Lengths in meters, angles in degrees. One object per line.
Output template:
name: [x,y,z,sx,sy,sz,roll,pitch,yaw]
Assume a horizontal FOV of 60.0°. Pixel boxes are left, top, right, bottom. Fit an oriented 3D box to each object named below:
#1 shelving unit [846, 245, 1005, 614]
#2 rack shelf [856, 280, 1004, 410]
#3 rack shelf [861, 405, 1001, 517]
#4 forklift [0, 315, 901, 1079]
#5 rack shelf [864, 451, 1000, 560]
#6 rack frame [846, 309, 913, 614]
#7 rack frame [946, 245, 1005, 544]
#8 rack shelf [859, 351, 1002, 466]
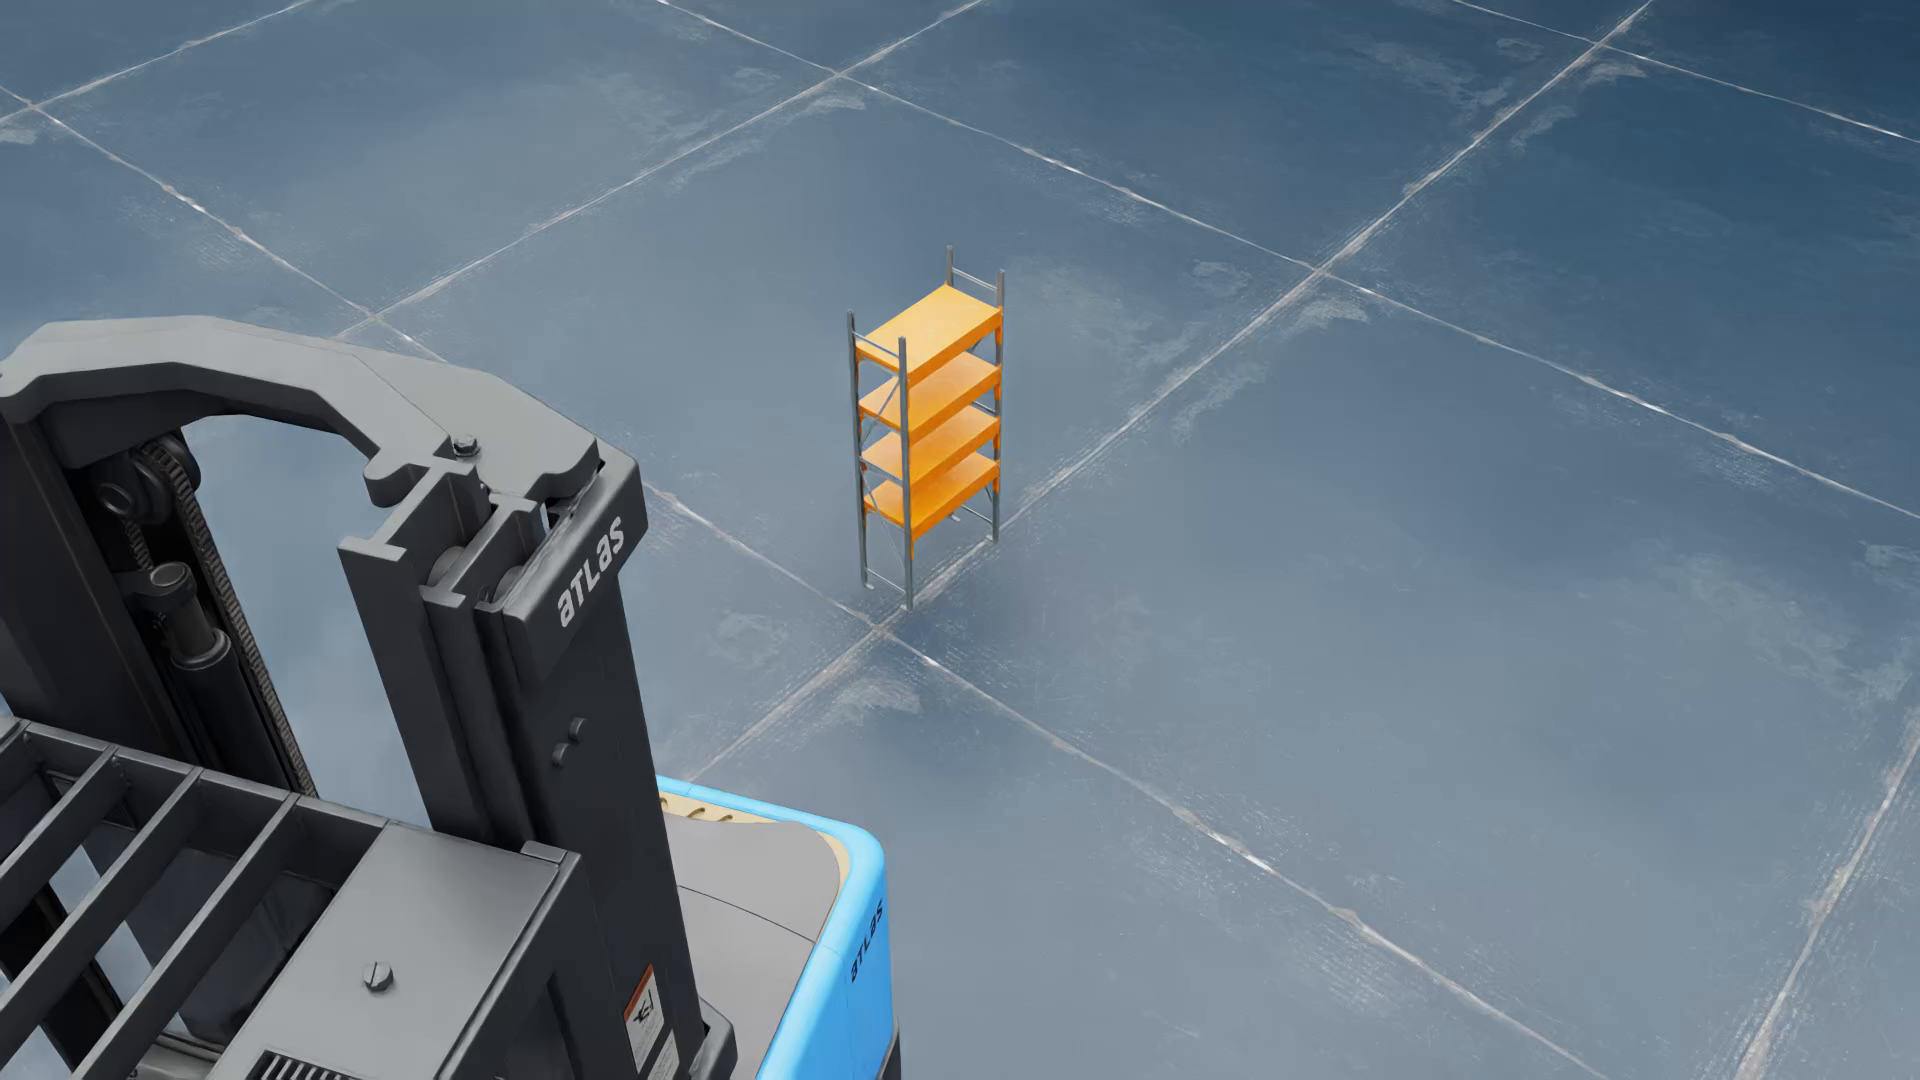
shelving unit: [-0.107,-0.359,5.753,0.258,1.200,0.503,29,50,28]
rack shelf: [-0.107,-0.649,5.488,0.258,0.148,0.480,29,50,28]
rack shelf: [-0.107,-0.309,5.798,0.258,0.148,0.480,29,50,28]
forklift: [-1.089,1.246,2.701,1.130,2.935,3.031,12,44,13]
rack shelf: [-0.107,-0.162,5.931,0.258,0.148,0.480,29,50,28]
rack frame: [-0.264,-0.233,5.614,0.240,1.200,0.015,29,50,28]
rack frame: [0.051,-0.484,5.891,0.240,1.200,0.015,29,50,28]
rack shelf: [-0.107,-0.474,5.647,0.258,0.148,0.480,29,50,28]
